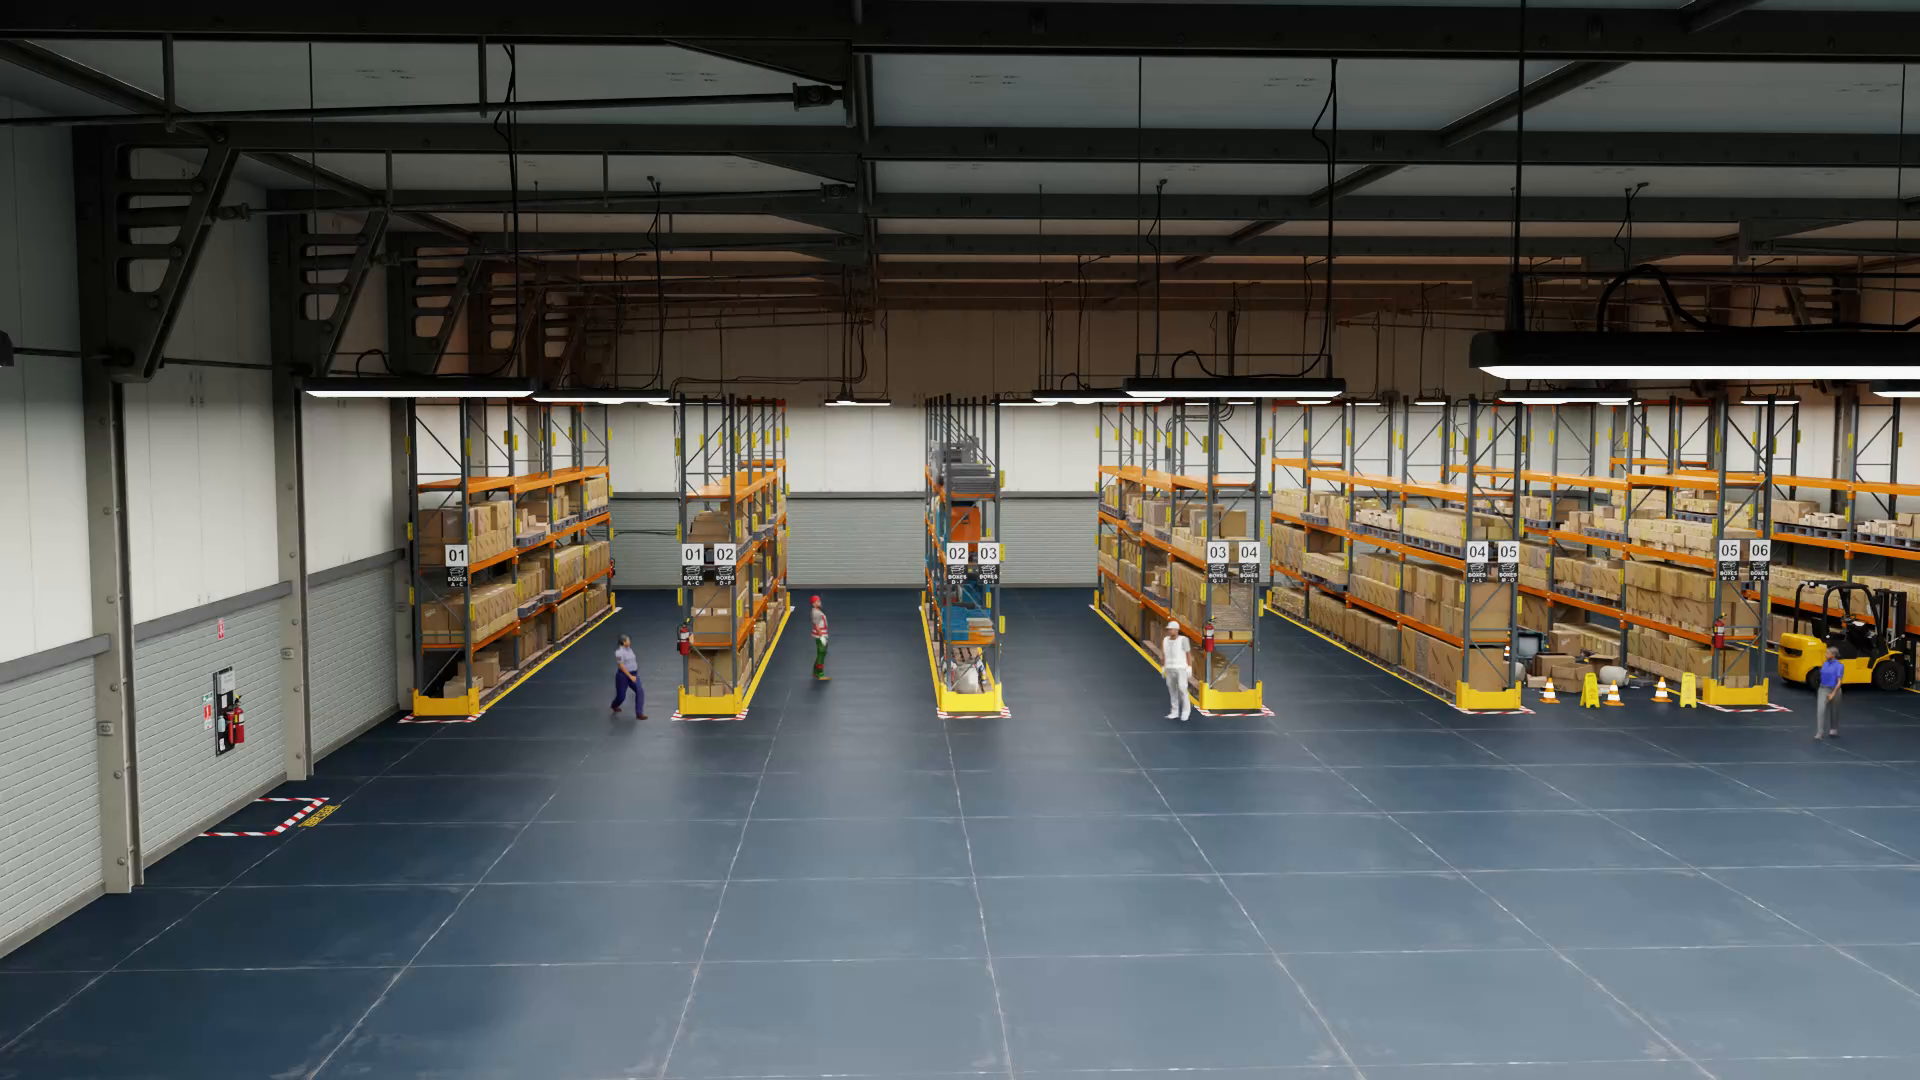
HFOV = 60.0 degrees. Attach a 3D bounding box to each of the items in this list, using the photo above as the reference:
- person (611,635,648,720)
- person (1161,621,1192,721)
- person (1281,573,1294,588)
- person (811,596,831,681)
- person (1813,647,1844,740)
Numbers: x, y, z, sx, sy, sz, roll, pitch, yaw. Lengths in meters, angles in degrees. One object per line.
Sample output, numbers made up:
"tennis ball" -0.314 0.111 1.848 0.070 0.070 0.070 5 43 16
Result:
"person" -6.129 2.532 30.728 0.457 1.537 0.986 -4 6 -41
"person" 3.978 2.414 30.756 0.611 1.829 0.383 3 5 33
"person" 9.716 1.024 48.969 0.537 1.649 0.503 -1 5 -16
"person" -2.923 2.063 34.962 0.446 1.787 0.599 -1 5 -15
"person" 15.011 2.637 28.691 0.410 1.596 1.010 3 5 31
